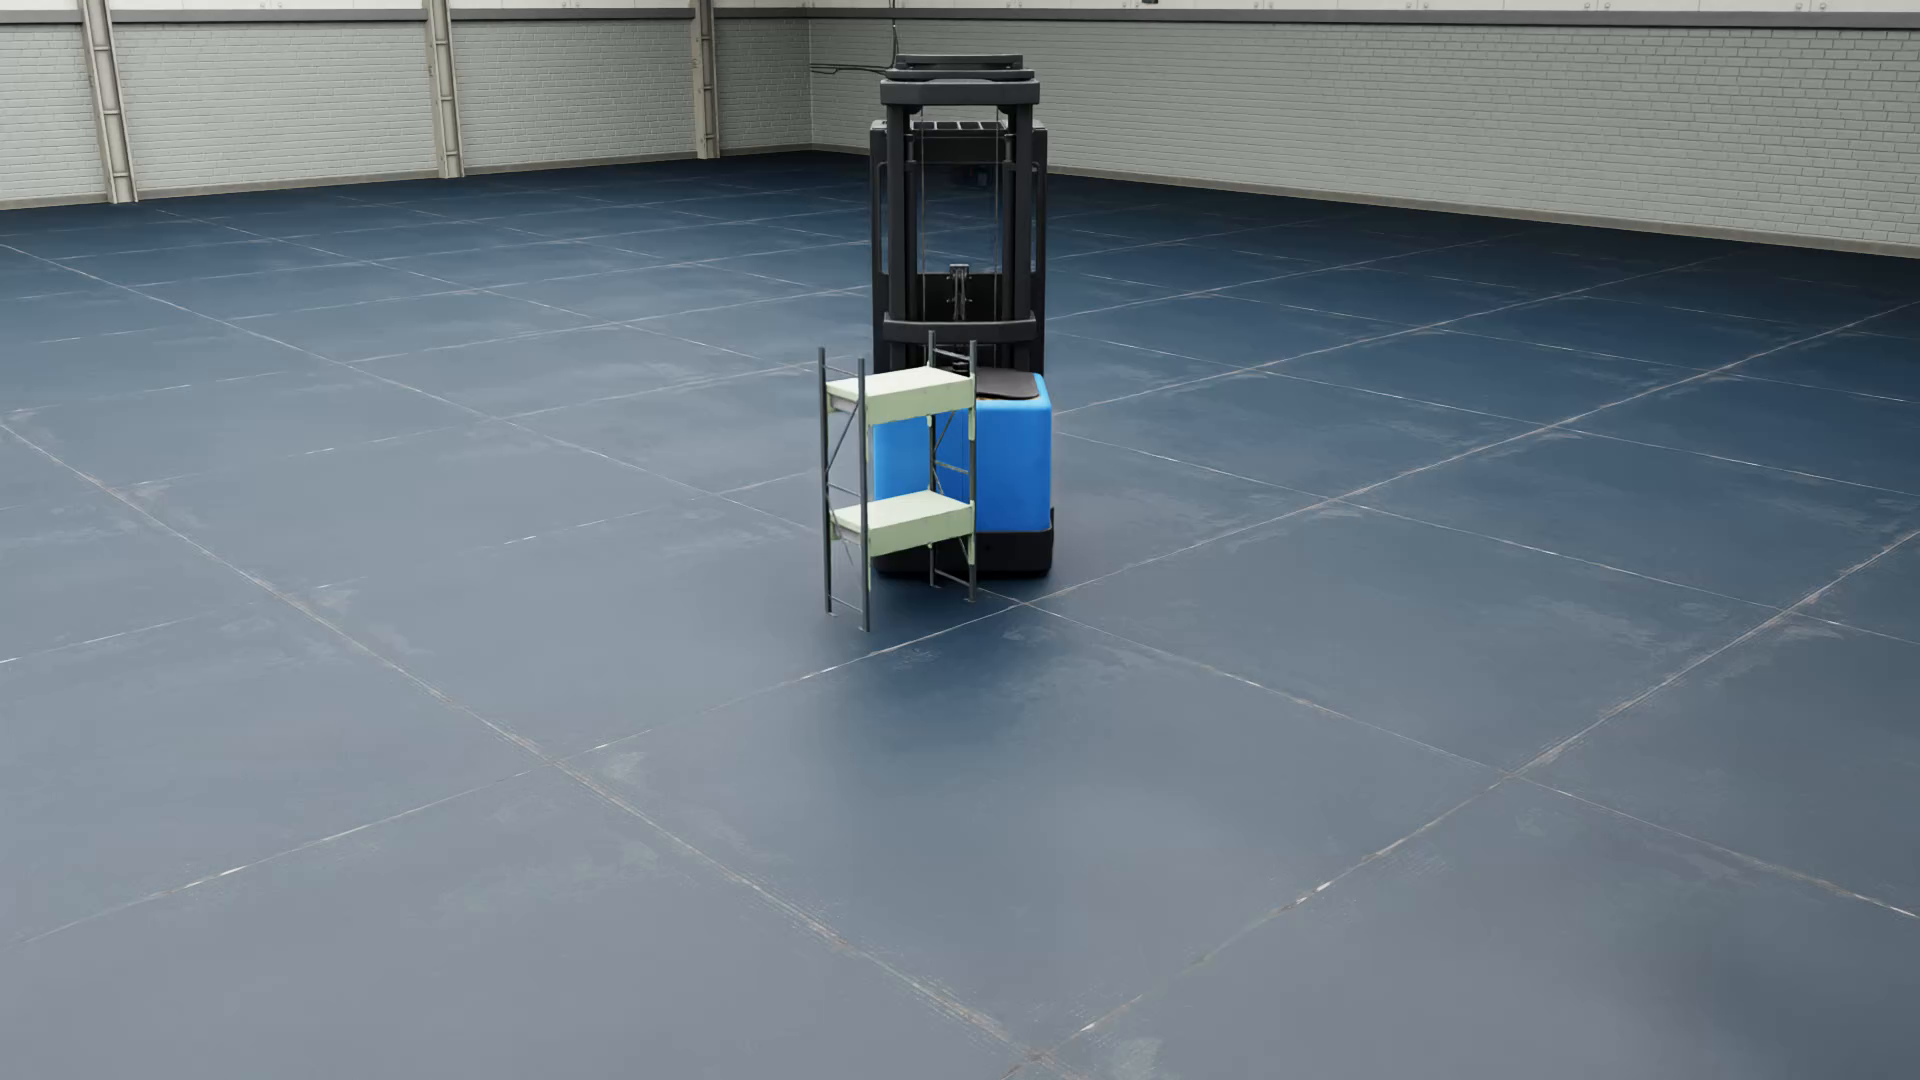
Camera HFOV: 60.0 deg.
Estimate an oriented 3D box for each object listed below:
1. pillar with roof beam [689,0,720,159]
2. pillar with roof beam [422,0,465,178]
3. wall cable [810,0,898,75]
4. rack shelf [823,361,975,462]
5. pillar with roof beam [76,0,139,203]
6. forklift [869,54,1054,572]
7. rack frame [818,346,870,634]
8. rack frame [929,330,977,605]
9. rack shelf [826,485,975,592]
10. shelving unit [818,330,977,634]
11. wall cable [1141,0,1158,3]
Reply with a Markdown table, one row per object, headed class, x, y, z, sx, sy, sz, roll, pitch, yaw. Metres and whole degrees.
| class | x | y | z | sx | sy | sz | roll | pitch | yaw |
| --- | --- | --- | --- | --- | --- | --- | --- | --- | --- |
| pillar with roof beam | -2.487 | -11.585 | 31.624 | 0.400 | 9.000 | 9.100 | -16 | 24 | -41 |
| pillar with roof beam | -6.847 | -10.313 | 27.703 | 0.400 | 9.000 | 9.100 | -16 | 24 | -41 |
| wall cable | -2.396 | -11.400 | 36.090 | 0.112 | 2.526 | 3.097 | -16 | 24 | -41 |
| rack shelf | -0.329 | -0.701 | 8.949 | 0.720 | 0.370 | 0.431 | -14 | 22 | -36 |
| pillar with roof beam | -11.206 | -9.042 | 23.782 | 0.400 | 9.000 | 9.100 | -16 | 24 | -41 |
| forklift | -0.014 | -1.609 | 10.696 | 1.130 | 2.935 | 3.031 | 0 | 18 | -1 |
| rack frame | -0.617 | -0.260 | 8.853 | 0.023 | 1.500 | 0.400 | -14 | 22 | -36 |
| rack frame | -0.042 | -0.399 | 9.285 | 0.023 | 1.500 | 0.400 | -14 | 22 | -36 |
| rack shelf | -0.329 | -0.019 | 9.170 | 0.720 | 0.370 | 0.431 | -14 | 22 | -36 |
| shelving unit | -0.329 | -0.329 | 9.069 | 0.755 | 1.500 | 0.431 | -14 | 22 | -36 |
| wall cable | 4.115 | -12.364 | 28.515 | 0.169 | 6.003 | 2.305 | -16 | 24 | -41 |
